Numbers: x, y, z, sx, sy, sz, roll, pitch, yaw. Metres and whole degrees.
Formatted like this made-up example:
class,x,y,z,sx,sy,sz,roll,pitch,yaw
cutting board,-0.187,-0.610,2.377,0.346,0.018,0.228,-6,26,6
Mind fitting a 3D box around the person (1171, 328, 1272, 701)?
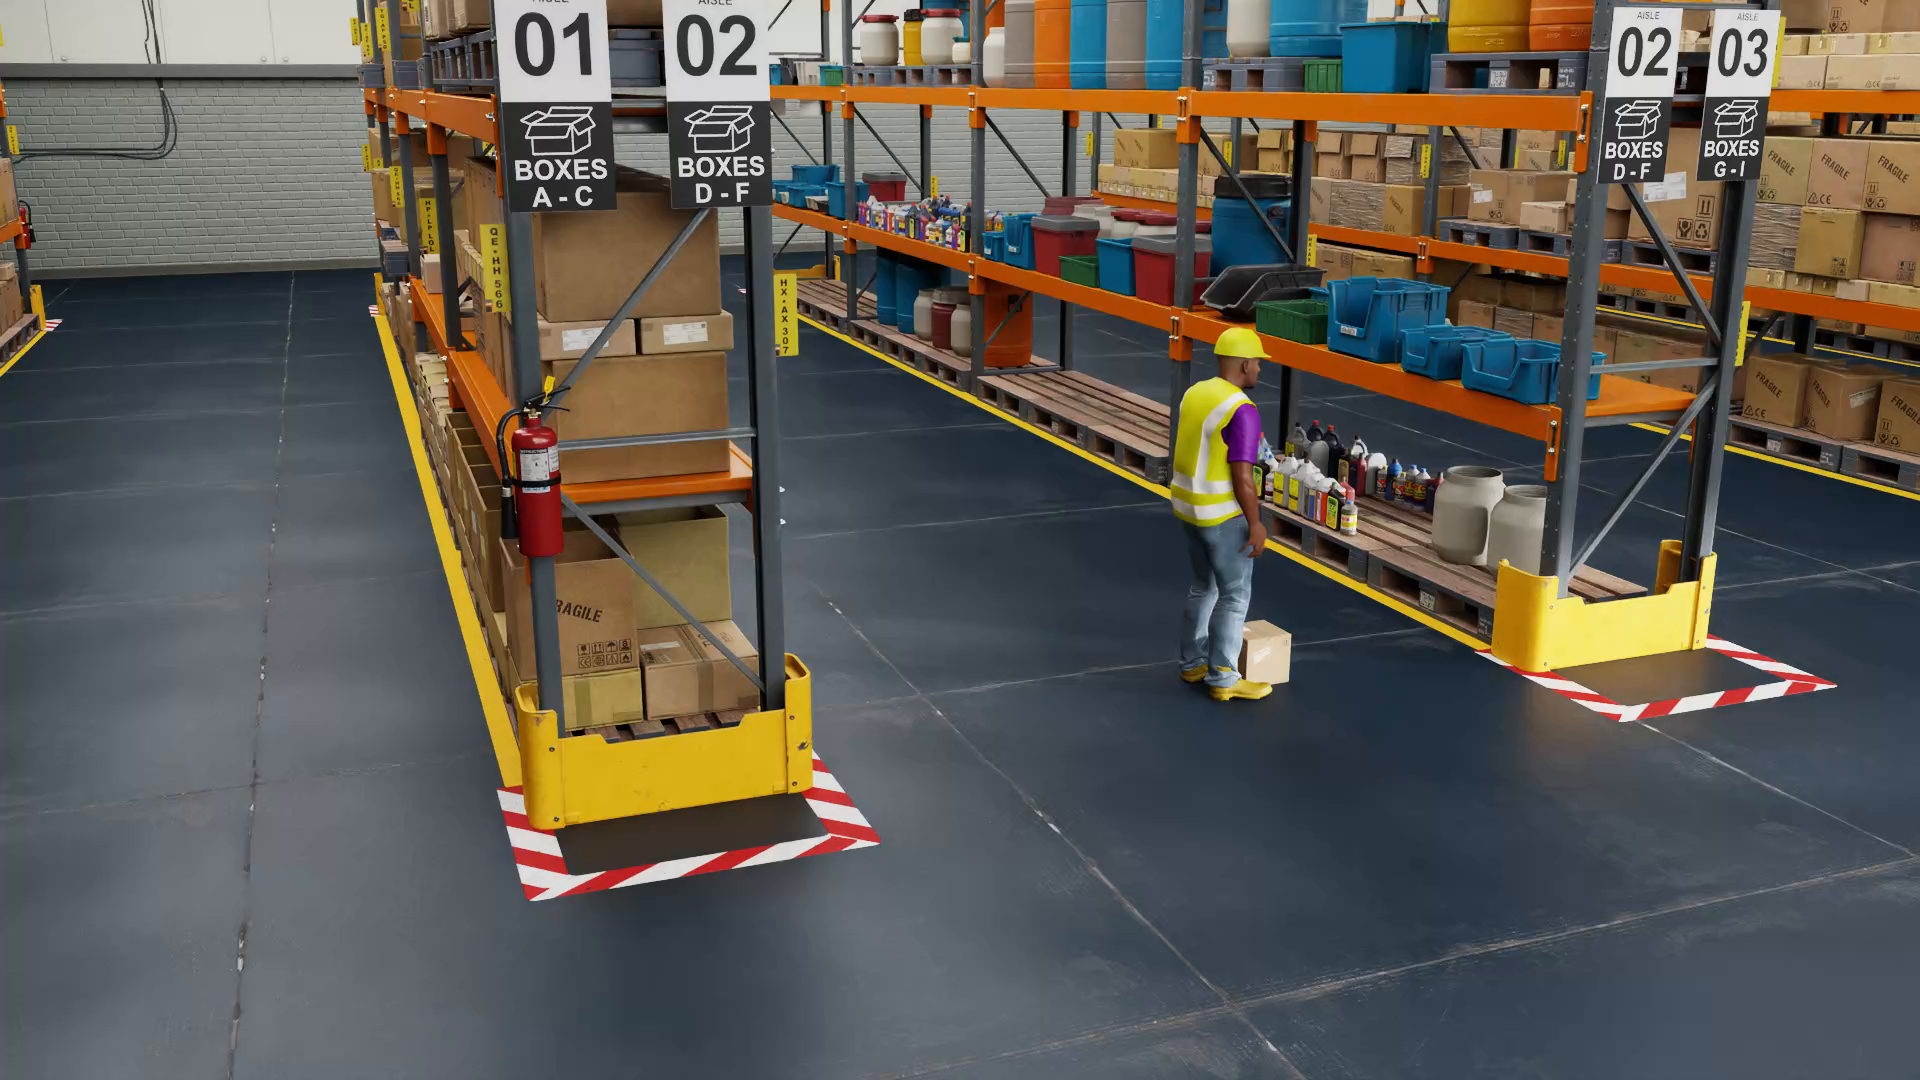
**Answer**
class,x,y,z,sx,sy,sz,roll,pitch,yaw
person,1.261,-0.136,7.981,0.458,1.761,0.626,-6,17,-20
